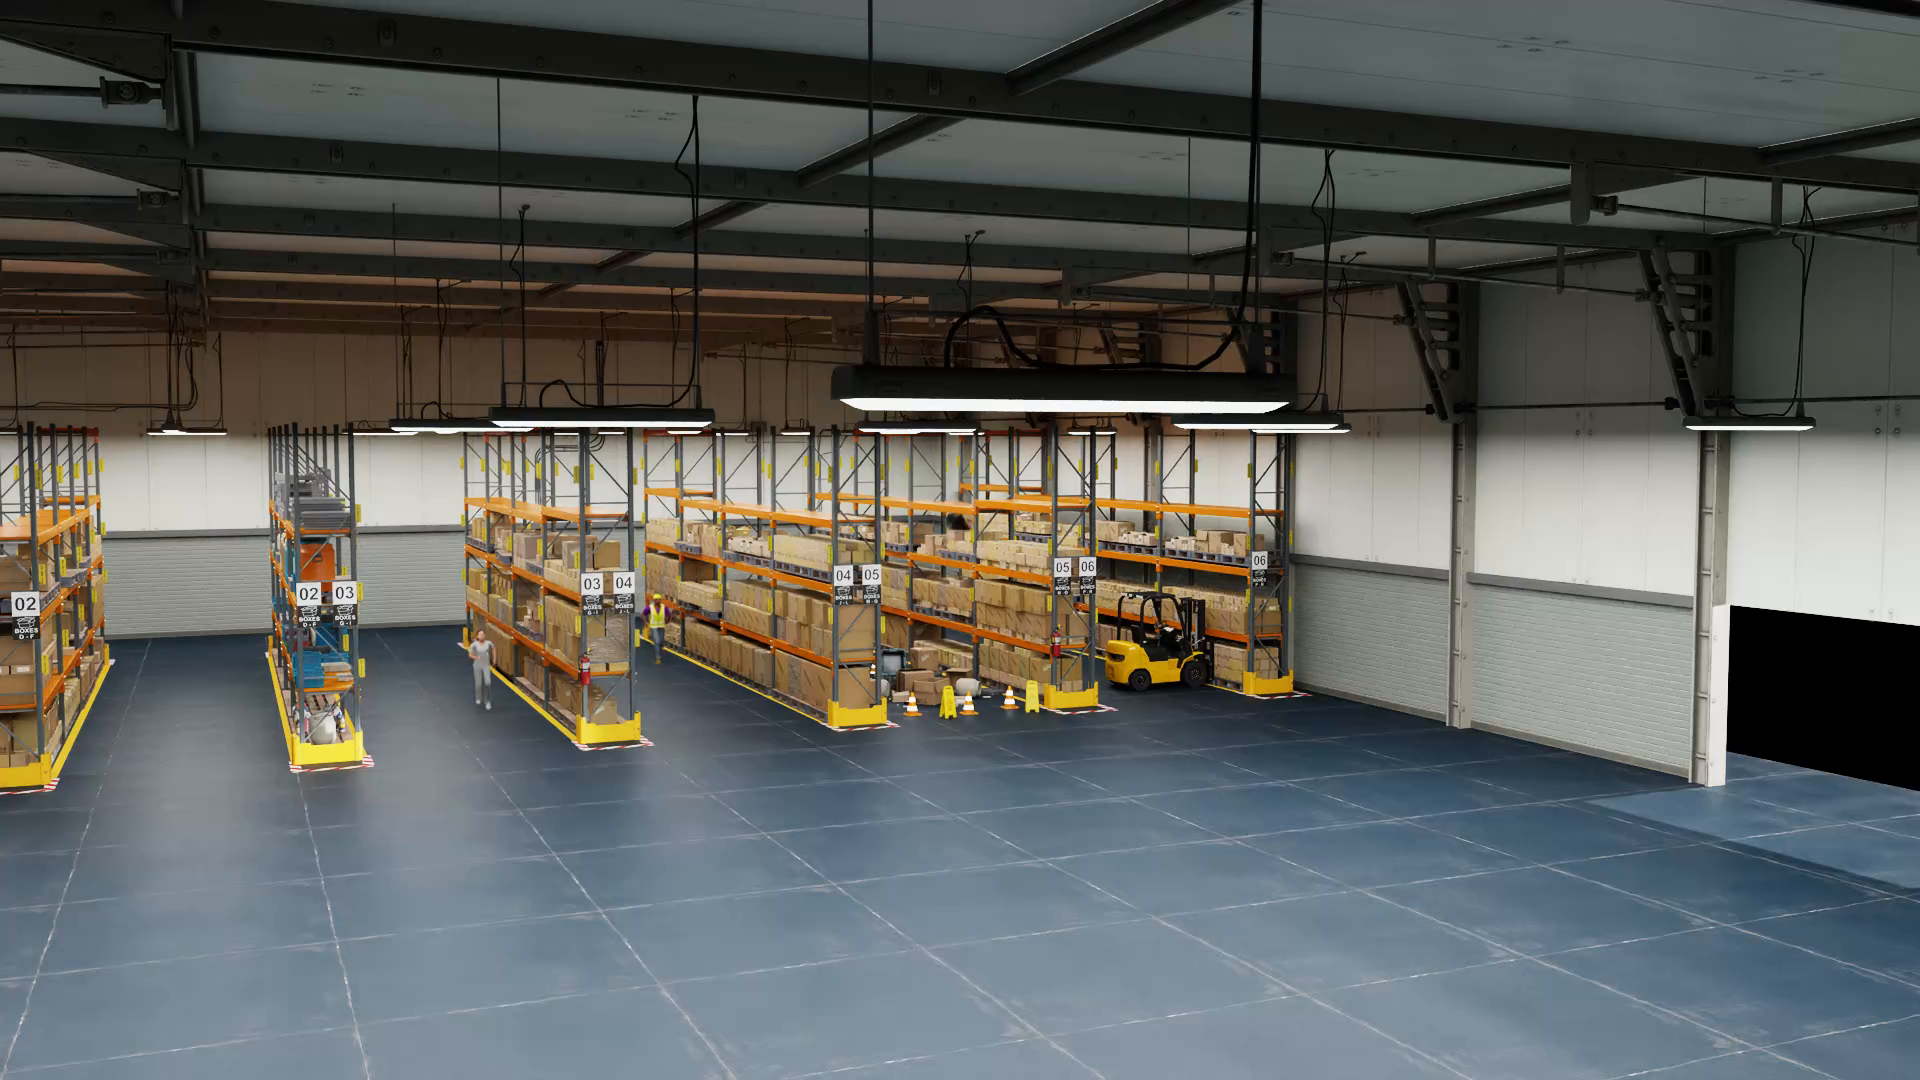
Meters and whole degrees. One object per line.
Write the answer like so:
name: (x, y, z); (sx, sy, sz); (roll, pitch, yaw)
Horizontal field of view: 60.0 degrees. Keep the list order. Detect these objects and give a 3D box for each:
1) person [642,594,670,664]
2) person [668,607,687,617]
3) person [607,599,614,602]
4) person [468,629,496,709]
person: (-7.737, 2.253, 42.455); (0.712, 1.765, 0.838); (-2, 4, -25)
person: (-8.287, 1.883, 49.360); (0.731, 1.675, 0.564); (-2, 4, -28)
person: (-10.061, 1.990, 47.926); (0.612, 1.684, 0.763); (3, 5, 42)
person: (-10.130, 2.749, 35.285); (0.585, 1.736, 0.729); (-1, 4, -23)
